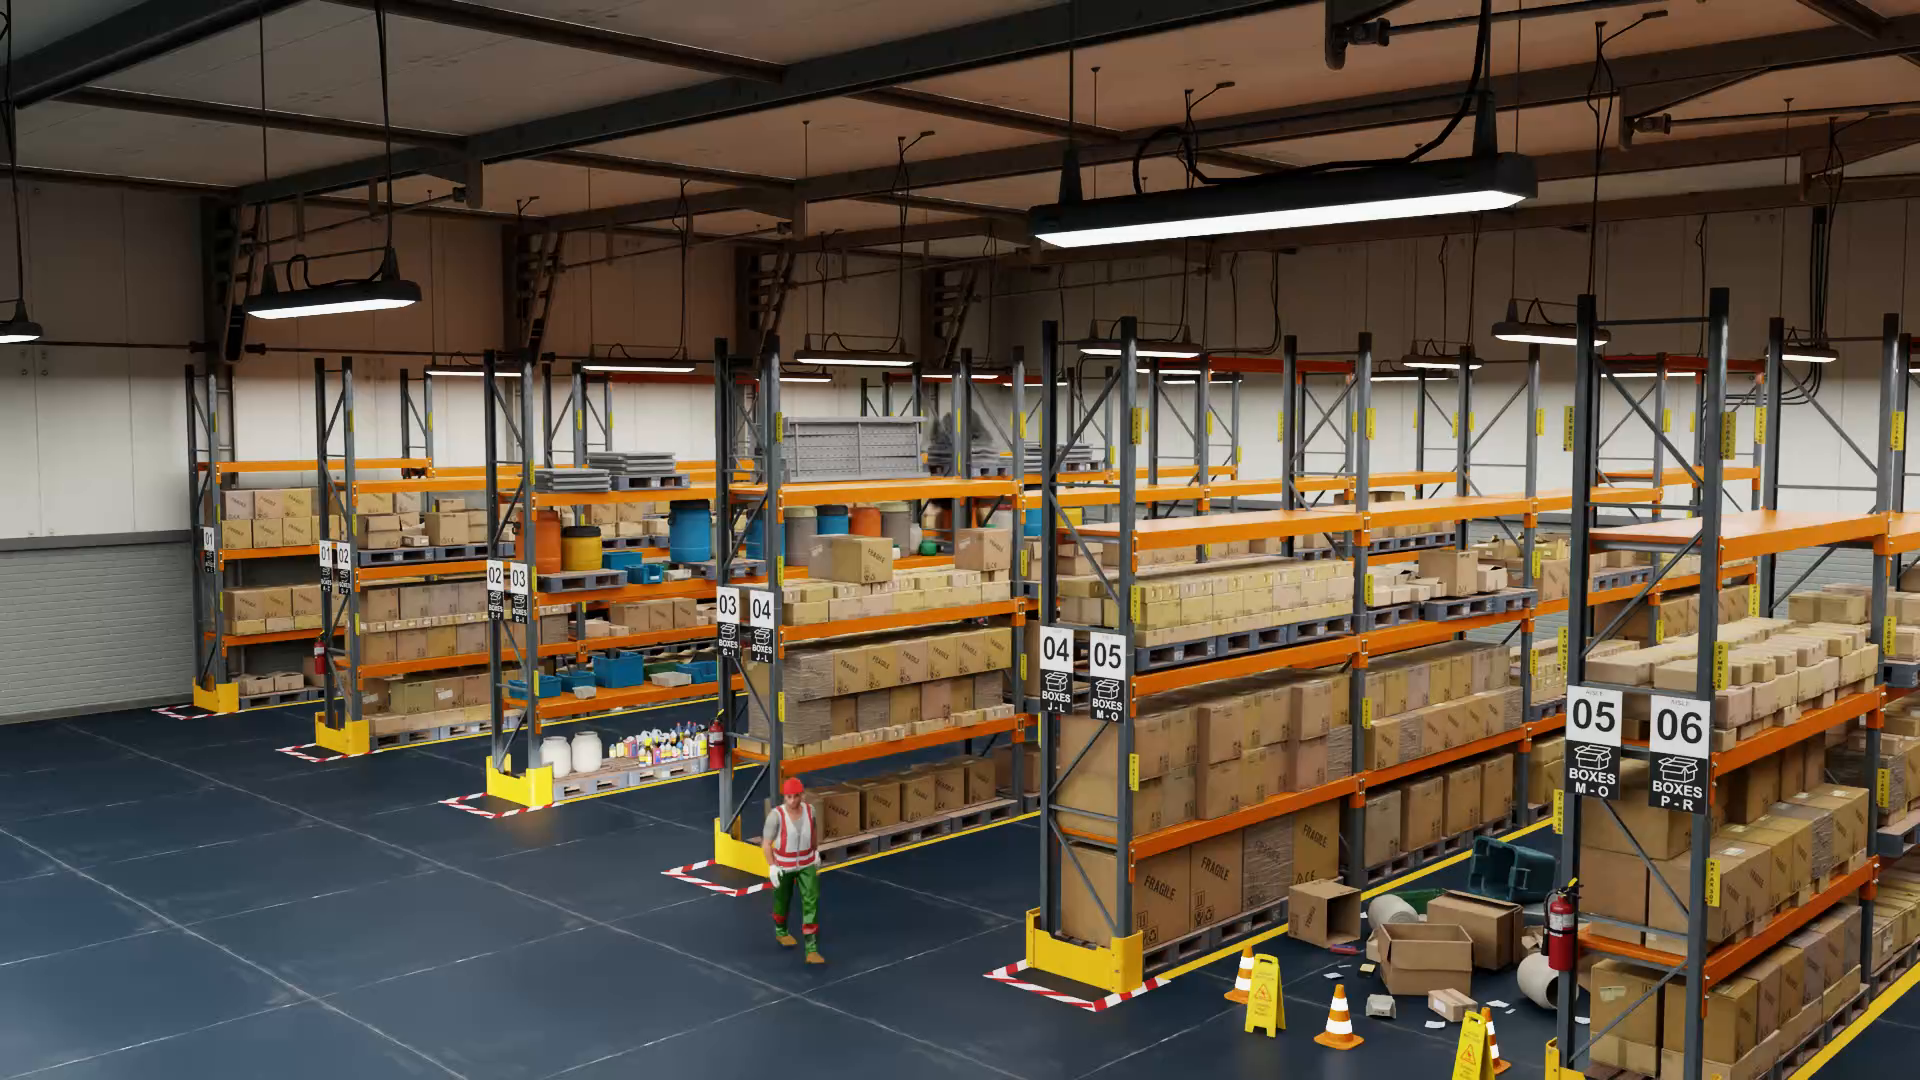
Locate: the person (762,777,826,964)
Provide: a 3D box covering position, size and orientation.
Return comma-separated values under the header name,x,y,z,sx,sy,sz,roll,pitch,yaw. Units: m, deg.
name,x,y,z,sx,sy,sz,roll,pitch,yaw
person,-1.552,3.066,15.607,0.612,1.717,1.045,-1,5,-17
